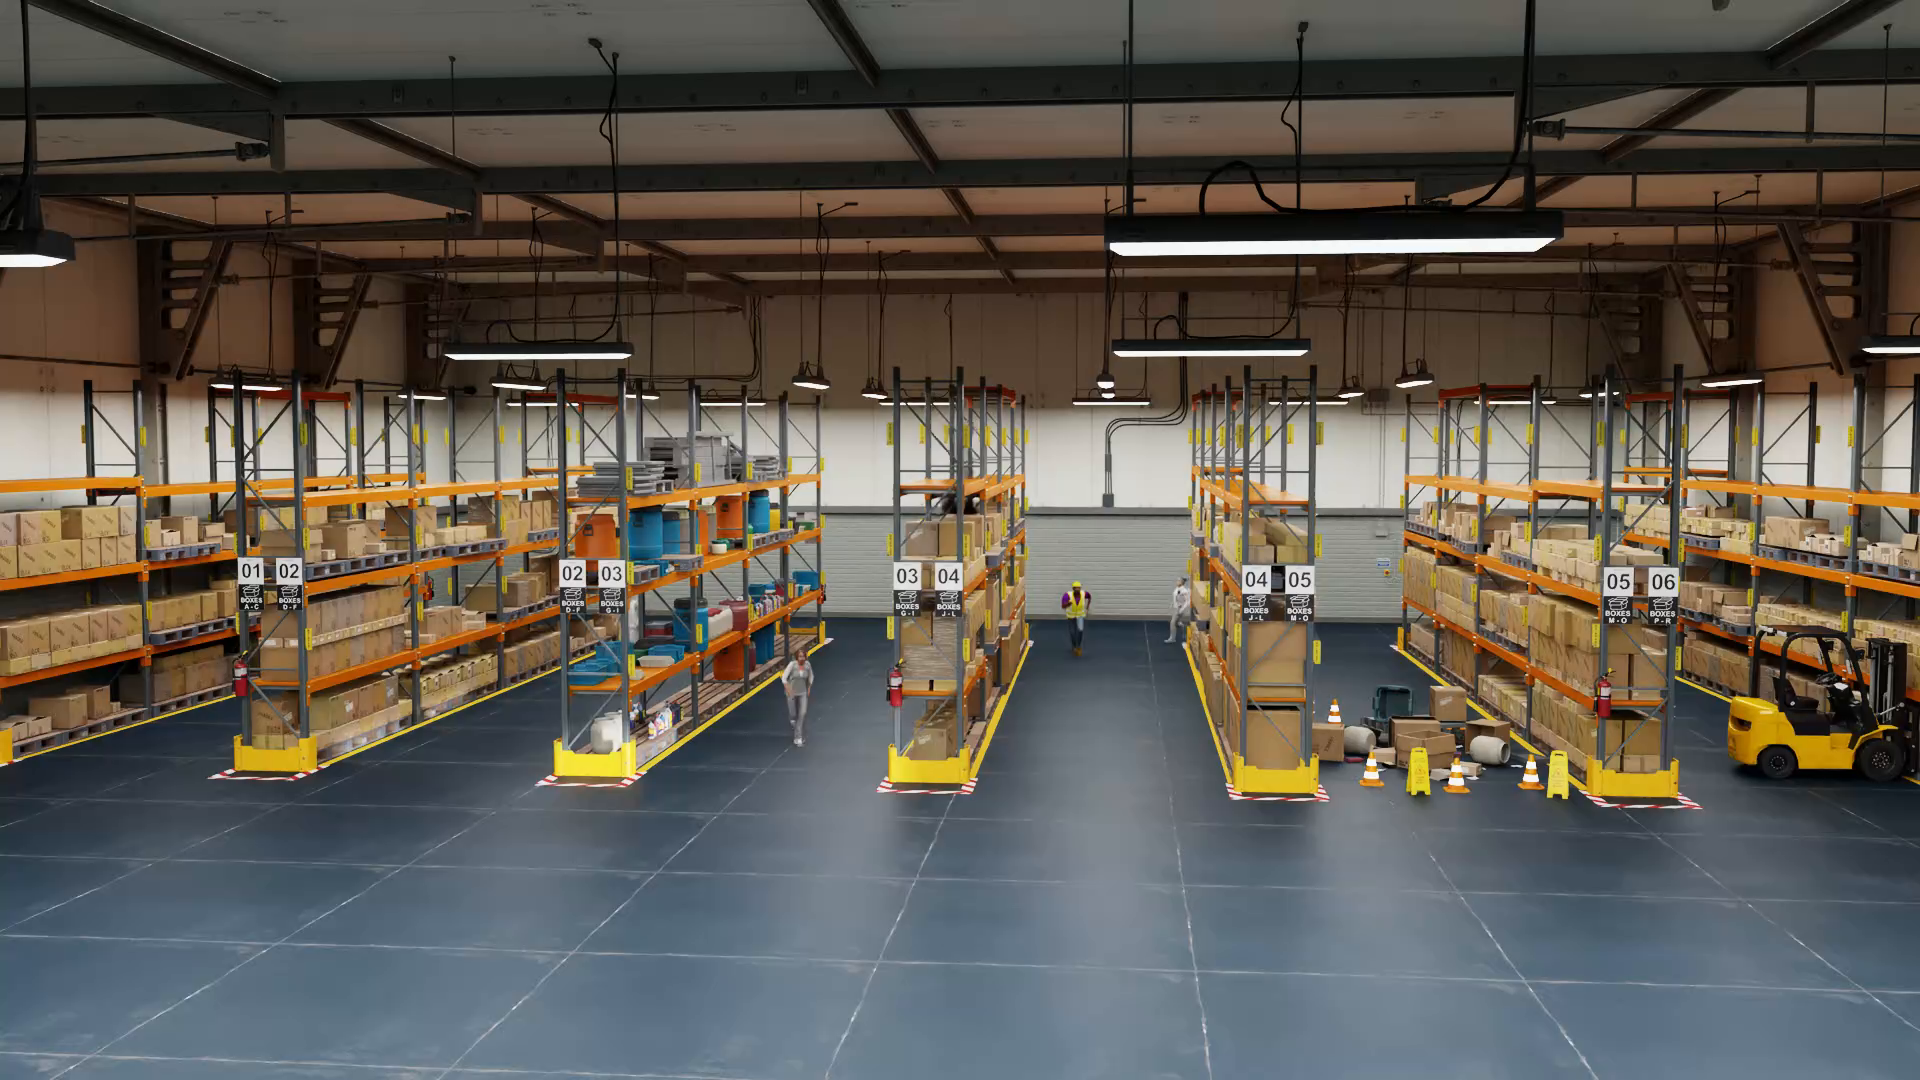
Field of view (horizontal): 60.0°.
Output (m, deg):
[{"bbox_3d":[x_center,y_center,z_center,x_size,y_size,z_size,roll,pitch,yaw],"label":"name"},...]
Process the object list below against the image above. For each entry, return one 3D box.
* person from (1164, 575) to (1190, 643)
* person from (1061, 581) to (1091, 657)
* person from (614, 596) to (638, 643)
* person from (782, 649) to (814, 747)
[{"bbox_3d":[5.380,1.675,40.328,0.730,1.656,0.681,-1,4,-20],"label":"person"},{"bbox_3d":[2.646,1.780,37.888,0.680,1.717,0.907,0,4,4],"label":"person"},{"bbox_3d":[-7.180,1.903,35.941,0.655,1.762,0.771,0,4,1],"label":"person"},{"bbox_3d":[-2.662,2.549,27.255,0.543,1.583,0.856,-1,4,-15],"label":"person"}]
